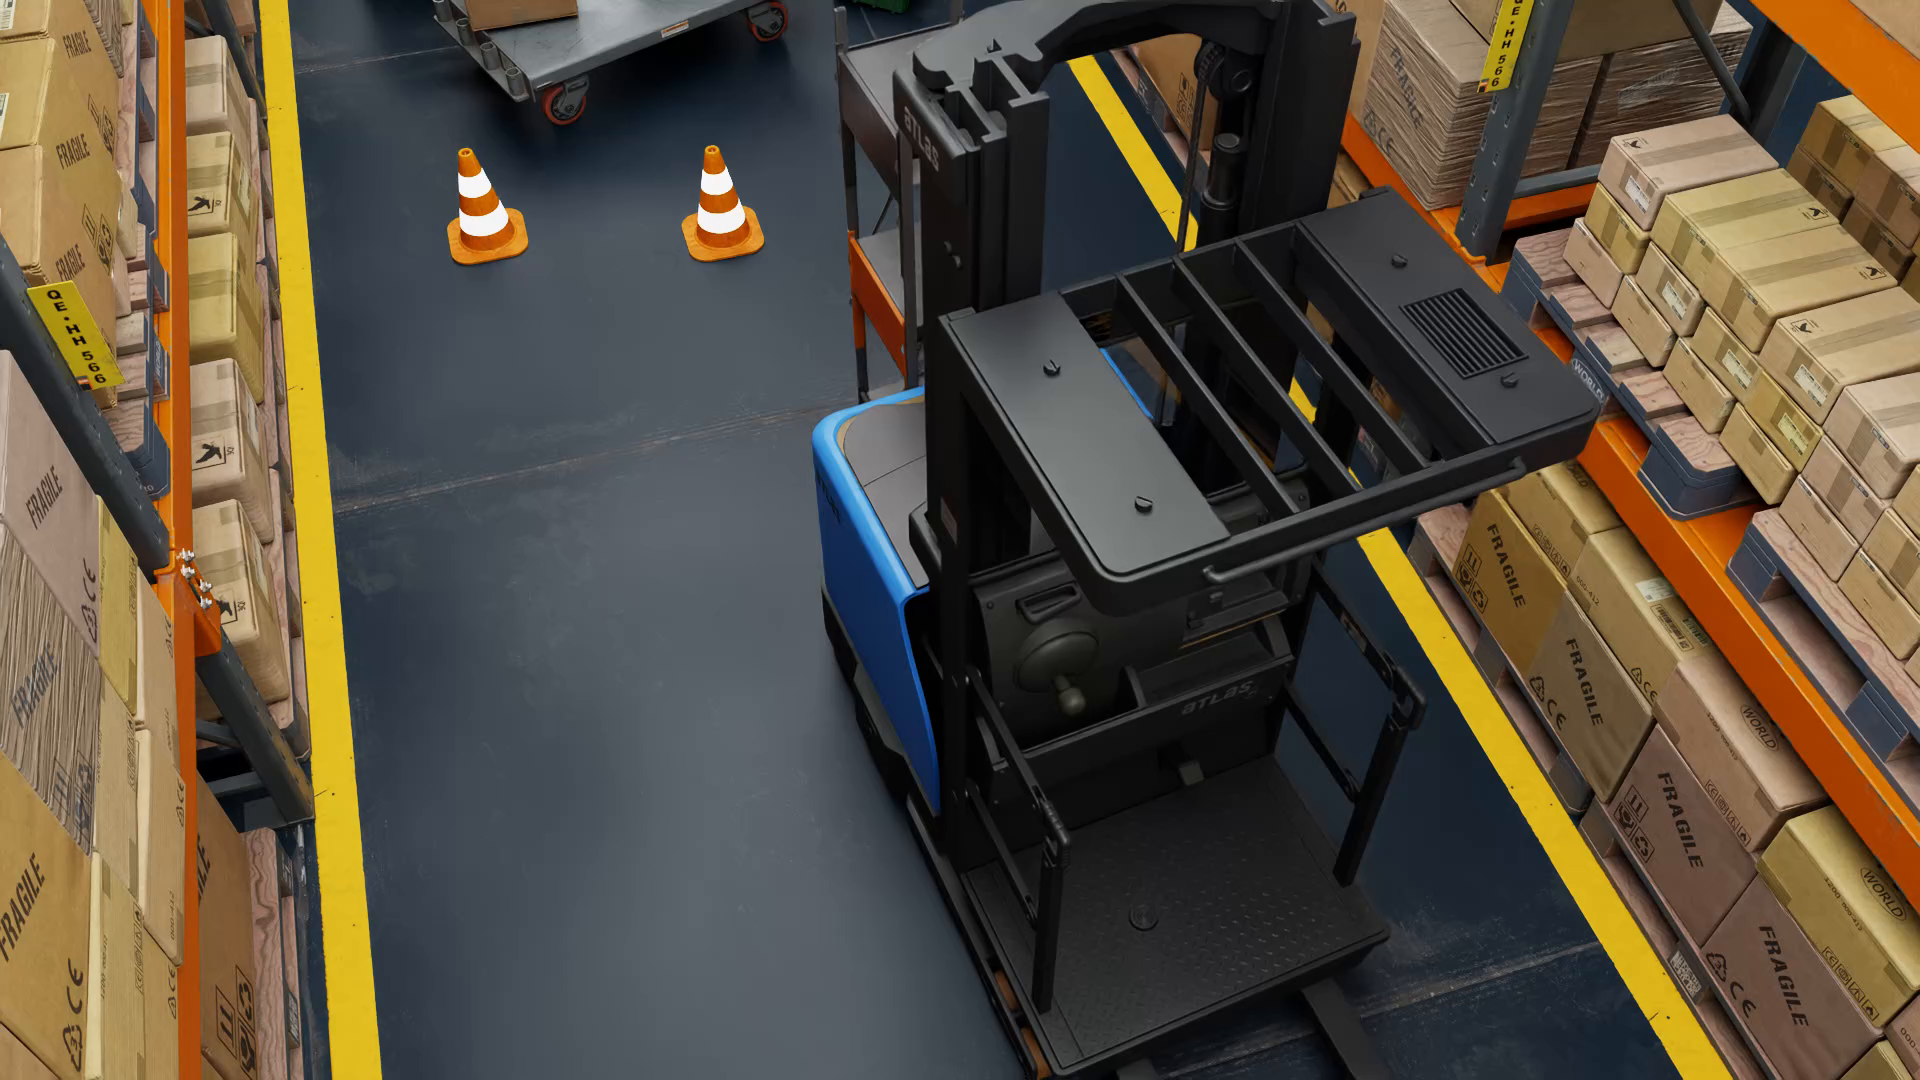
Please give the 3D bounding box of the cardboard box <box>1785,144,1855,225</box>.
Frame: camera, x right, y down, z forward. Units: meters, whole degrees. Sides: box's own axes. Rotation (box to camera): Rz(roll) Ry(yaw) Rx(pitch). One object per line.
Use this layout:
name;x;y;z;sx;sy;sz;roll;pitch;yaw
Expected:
cardboard box;2.664;-1.063;4.880;0.380;0.149;0.250;-12;51;-10

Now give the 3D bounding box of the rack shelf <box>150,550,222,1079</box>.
rack shelf;-2.025;1.715;3.313;1.077;0.370;4.000;-13;51;-11

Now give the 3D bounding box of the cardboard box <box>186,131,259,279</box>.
cardboard box;-3.426;-1.281;6.812;0.950;0.372;0.625;-10;51;-9

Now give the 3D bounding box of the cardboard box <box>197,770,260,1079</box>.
cardboard box;-2.491;1.095;4.480;0.875;0.875;0.875;-14;51;-11

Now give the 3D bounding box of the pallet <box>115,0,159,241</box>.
pallet;-3.241;-1.353;5.554;1.003;0.211;1.213;-13;51;-11

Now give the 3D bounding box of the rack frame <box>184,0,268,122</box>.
rack frame;-3.799;-2.899;6.732;1.000;3.000;0.127;-13;51;-11

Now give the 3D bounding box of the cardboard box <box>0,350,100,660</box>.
cardboard box;-2.213;-0.014;3.580;0.500;0.500;0.500;-15;51;-12

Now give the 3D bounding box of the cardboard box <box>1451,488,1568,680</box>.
cardboard box;2.048;0.074;5.586;0.500;0.500;0.500;-15;52;-13

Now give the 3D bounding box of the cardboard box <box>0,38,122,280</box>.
cardboard box;-2.689;-1.001;4.598;0.500;0.500;0.500;-11;51;-9

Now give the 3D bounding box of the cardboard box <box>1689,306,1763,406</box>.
cardboard box;2.198;-0.531;4.431;0.380;0.149;0.250;-15;51;-12

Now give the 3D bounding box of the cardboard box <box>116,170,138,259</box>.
cardboard box;-2.685;-0.942;4.972;0.380;0.149;0.250;-13;51;-11

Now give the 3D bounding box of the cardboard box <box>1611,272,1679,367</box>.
cardboard box;2.101;-0.657;4.732;0.380;0.149;0.250;-11;51;-9

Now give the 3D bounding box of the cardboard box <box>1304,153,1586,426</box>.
cardboard box;1.989;-1.046;6.367;1.050;0.750;0.750;-14;51;-11

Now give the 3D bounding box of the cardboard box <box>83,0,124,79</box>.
cardboard box;-2.993;-1.755;5.233;0.500;0.500;0.500;-15;52;-12

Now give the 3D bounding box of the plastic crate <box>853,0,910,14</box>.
plastic crate;-0.403;-3.035;8.649;0.450;0.188;0.662;16;51;0

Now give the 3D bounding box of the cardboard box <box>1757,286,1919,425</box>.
cardboard box;2.262;-0.466;4.182;0.380;0.149;0.250;-15;52;-12

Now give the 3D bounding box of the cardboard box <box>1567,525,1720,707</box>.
cardboard box;2.205;0.186;5.001;0.500;0.250;0.500;-14;51;-11

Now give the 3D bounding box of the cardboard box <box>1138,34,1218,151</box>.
cardboard box;1.451;-2.364;7.478;1.050;0.750;0.750;-13;51;-11

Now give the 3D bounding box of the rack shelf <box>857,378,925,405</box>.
rack shelf;-0.082;-0.281;6.047;0.431;0.518;0.480;-18;52;-15

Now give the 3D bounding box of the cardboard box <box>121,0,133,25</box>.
cardboard box;-3.095;-1.892;5.773;0.380;0.149;0.250;-13;51;-11

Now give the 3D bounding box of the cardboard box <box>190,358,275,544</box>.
cardboard box;-2.999;-0.218;5.916;0.950;0.372;0.625;-14;51;-12

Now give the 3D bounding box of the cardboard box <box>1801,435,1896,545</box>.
cardboard box;2.346;-0.165;4.122;0.380;0.149;0.250;-13;51;-11

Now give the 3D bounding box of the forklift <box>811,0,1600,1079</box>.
forklift;0.574;0.257;4.116;1.130;2.935;3.031;-18;52;-15

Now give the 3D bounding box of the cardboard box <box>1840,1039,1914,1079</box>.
cardboard box;2.655;1.562;4.331;0.500;0.500;0.500;-14;51;-12

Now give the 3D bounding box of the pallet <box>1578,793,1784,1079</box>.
pallet;2.670;1.188;5.110;1.003;0.211;1.213;-13;51;-11

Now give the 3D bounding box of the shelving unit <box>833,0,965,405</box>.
shelving unit;-0.082;-0.741;5.501;0.431;2.100;0.503;-18;52;-15

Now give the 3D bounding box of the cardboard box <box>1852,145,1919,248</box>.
cardboard box;2.738;-0.979;4.614;0.380;0.149;0.250;-14;51;-11

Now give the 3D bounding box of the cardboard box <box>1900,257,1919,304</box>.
cardboard box;2.825;-0.677;4.554;0.380;0.149;0.250;-12;51;-10

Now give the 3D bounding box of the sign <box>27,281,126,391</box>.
sign;-2.087;-0.479;3.935;0.100;0.325;0.005;-13;51;-11

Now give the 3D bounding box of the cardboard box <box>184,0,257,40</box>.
cardboard box;-3.715;-2.640;8.038;0.500;0.250;0.500;-15;52;-13

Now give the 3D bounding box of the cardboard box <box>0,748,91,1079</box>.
cardboard box;-1.913;0.723;2.959;0.500;0.500;0.500;-13;51;-11

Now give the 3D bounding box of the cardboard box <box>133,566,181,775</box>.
cardboard box;-2.218;0.381;4.065;0.500;0.250;0.500;-15;51;-12

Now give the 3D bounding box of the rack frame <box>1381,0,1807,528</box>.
rack frame;2.083;-1.171;5.275;1.000;3.000;0.127;-13;51;-11

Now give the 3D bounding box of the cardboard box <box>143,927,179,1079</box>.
cardboard box;-1.919;1.122;3.440;0.500;0.250;0.500;-14;51;-11

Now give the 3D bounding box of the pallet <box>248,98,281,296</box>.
pallet;-3.567;-1.432;7.319;1.003;0.211;1.213;-13;51;-11

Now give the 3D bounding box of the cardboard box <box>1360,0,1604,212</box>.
cardboard box;1.693;-1.471;5.463;0.500;0.500;0.500;-13;51;-11

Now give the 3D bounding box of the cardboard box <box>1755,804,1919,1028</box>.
cardboard box;2.495;0.931;4.373;0.500;0.250;0.500;-15;52;-13

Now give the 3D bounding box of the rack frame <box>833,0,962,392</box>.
rack frame;-0.179;-0.912;5.645;0.400;2.100;0.015;-18;52;-15

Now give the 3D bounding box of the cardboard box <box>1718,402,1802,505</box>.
cardboard box;2.263;-0.263;4.400;0.380;0.149;0.250;-11;51;-9

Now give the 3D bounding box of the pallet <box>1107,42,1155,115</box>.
pallet;1.200;-2.647;8.344;1.003;0.211;1.213;-13;51;-11

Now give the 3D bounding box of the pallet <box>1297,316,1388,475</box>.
pallet;1.922;-0.865;6.841;1.003;0.211;1.213;-13;51;-11

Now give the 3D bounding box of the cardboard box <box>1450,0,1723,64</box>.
cardboard box;1.959;-1.856;5.133;0.700;0.500;0.500;-14;51;-11

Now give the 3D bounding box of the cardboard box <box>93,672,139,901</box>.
cardboard box;-2.075;0.579;3.571;0.500;0.250;0.500;-14;51;-12

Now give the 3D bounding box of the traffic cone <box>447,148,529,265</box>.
traffic cone;-2.095;-1.493;7.206;0.336;0.463;0.334;-13;51;-11

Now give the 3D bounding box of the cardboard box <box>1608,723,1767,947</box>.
cardboard box;2.357;0.814;4.962;0.500;0.500;0.500;-14;51;-12

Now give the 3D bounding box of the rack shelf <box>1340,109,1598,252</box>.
rack shelf;1.491;-2.400;6.782;1.077;0.370;4.000;-13;51;-11

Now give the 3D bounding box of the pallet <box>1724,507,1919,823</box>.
pallet;2.707;0.327;4.138;1.003;0.211;1.213;-13;51;-11

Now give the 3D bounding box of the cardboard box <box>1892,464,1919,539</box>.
cardboard box;2.425;-0.076;3.853;0.380;0.149;0.250;-12;51;-10

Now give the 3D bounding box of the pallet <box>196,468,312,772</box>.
pallet;-2.846;0.350;5.817;1.003;0.211;1.213;-13;51;-11

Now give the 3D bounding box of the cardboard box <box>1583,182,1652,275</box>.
cardboard box;2.034;-0.923;4.761;0.380;0.149;0.250;-11;51;-9

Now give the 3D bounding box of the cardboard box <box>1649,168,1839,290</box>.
cardboard box;2.116;-0.840;4.497;0.380;0.149;0.250;-15;51;-12

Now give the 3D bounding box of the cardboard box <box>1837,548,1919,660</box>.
cardboard box;2.416;0.115;4.081;0.380;0.149;0.250;-13;51;-10
